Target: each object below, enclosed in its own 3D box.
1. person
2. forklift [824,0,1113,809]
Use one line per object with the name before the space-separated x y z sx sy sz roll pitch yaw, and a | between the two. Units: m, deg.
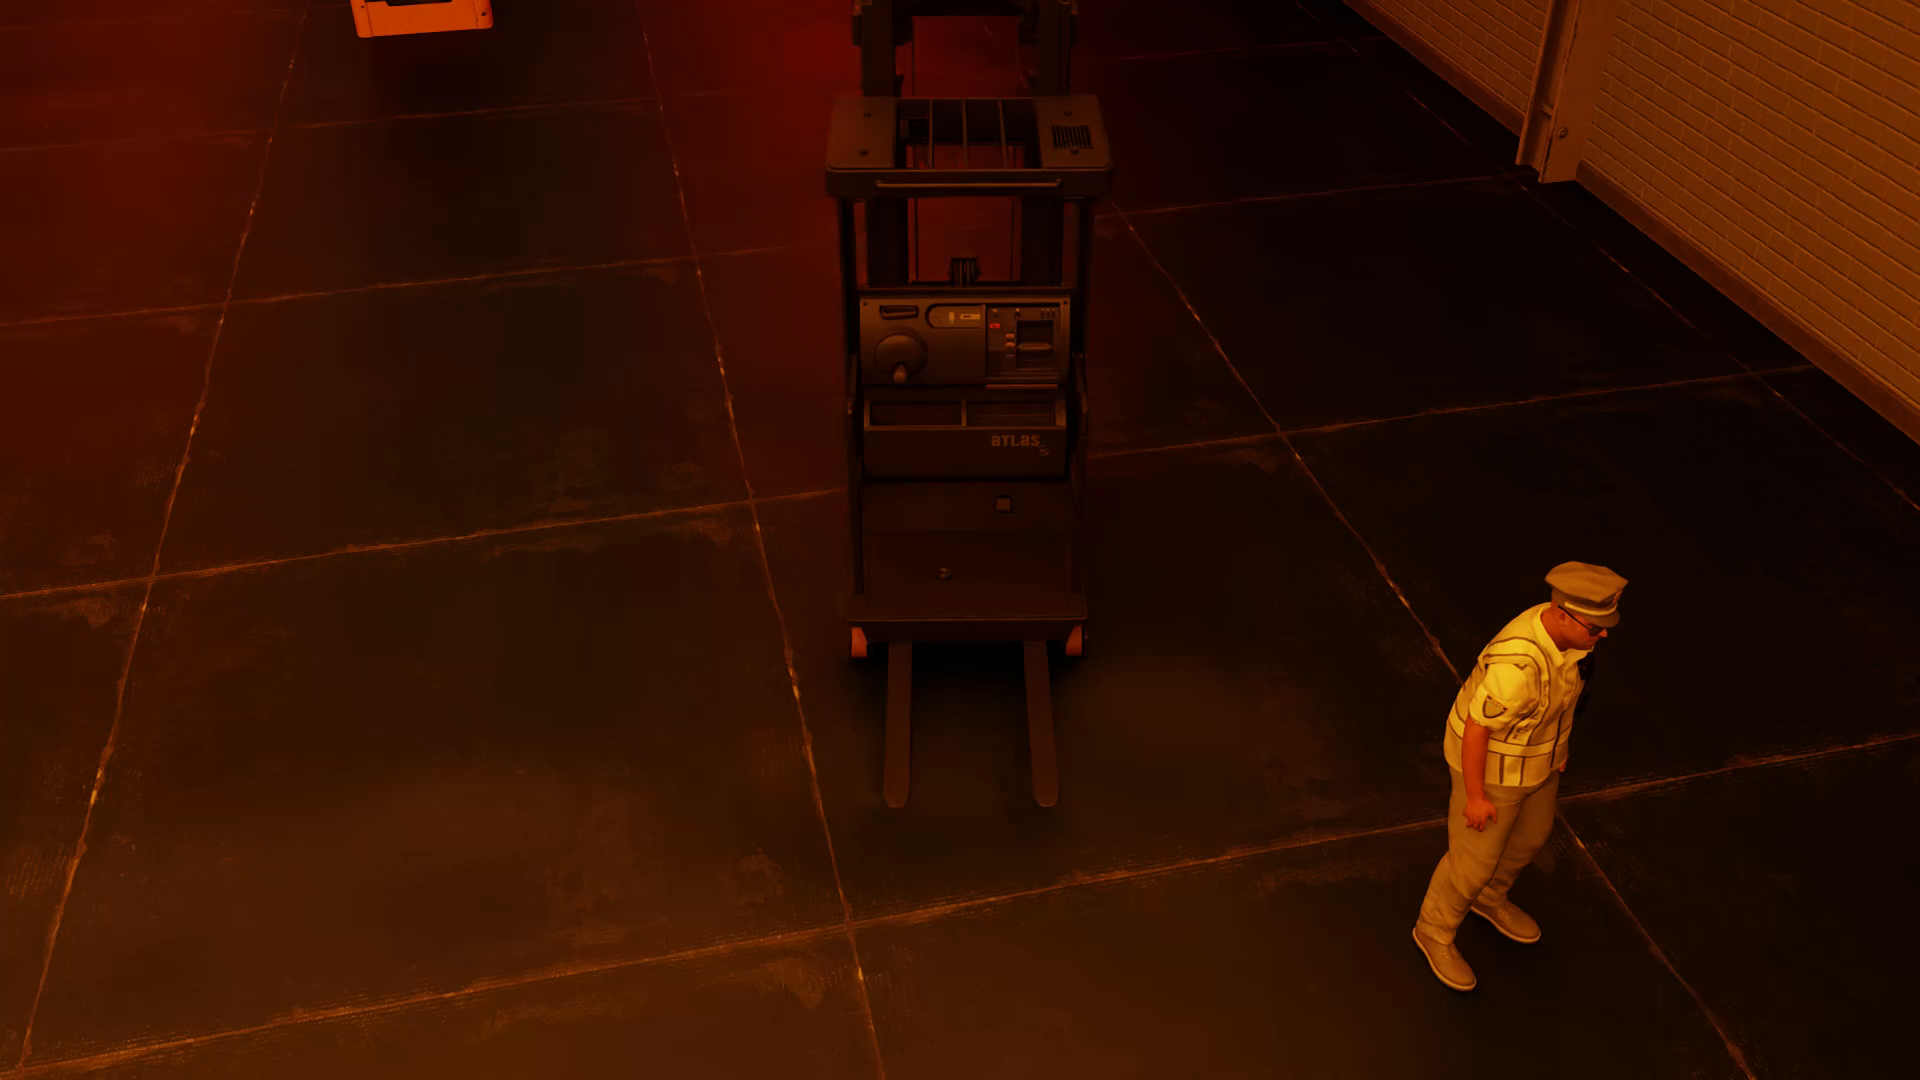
person | 1.973 0.797 5.956 0.600 1.745 0.443 -25 43 -31
forklift | 0.028 -0.819 7.189 1.130 2.935 3.031 0 36 -1
